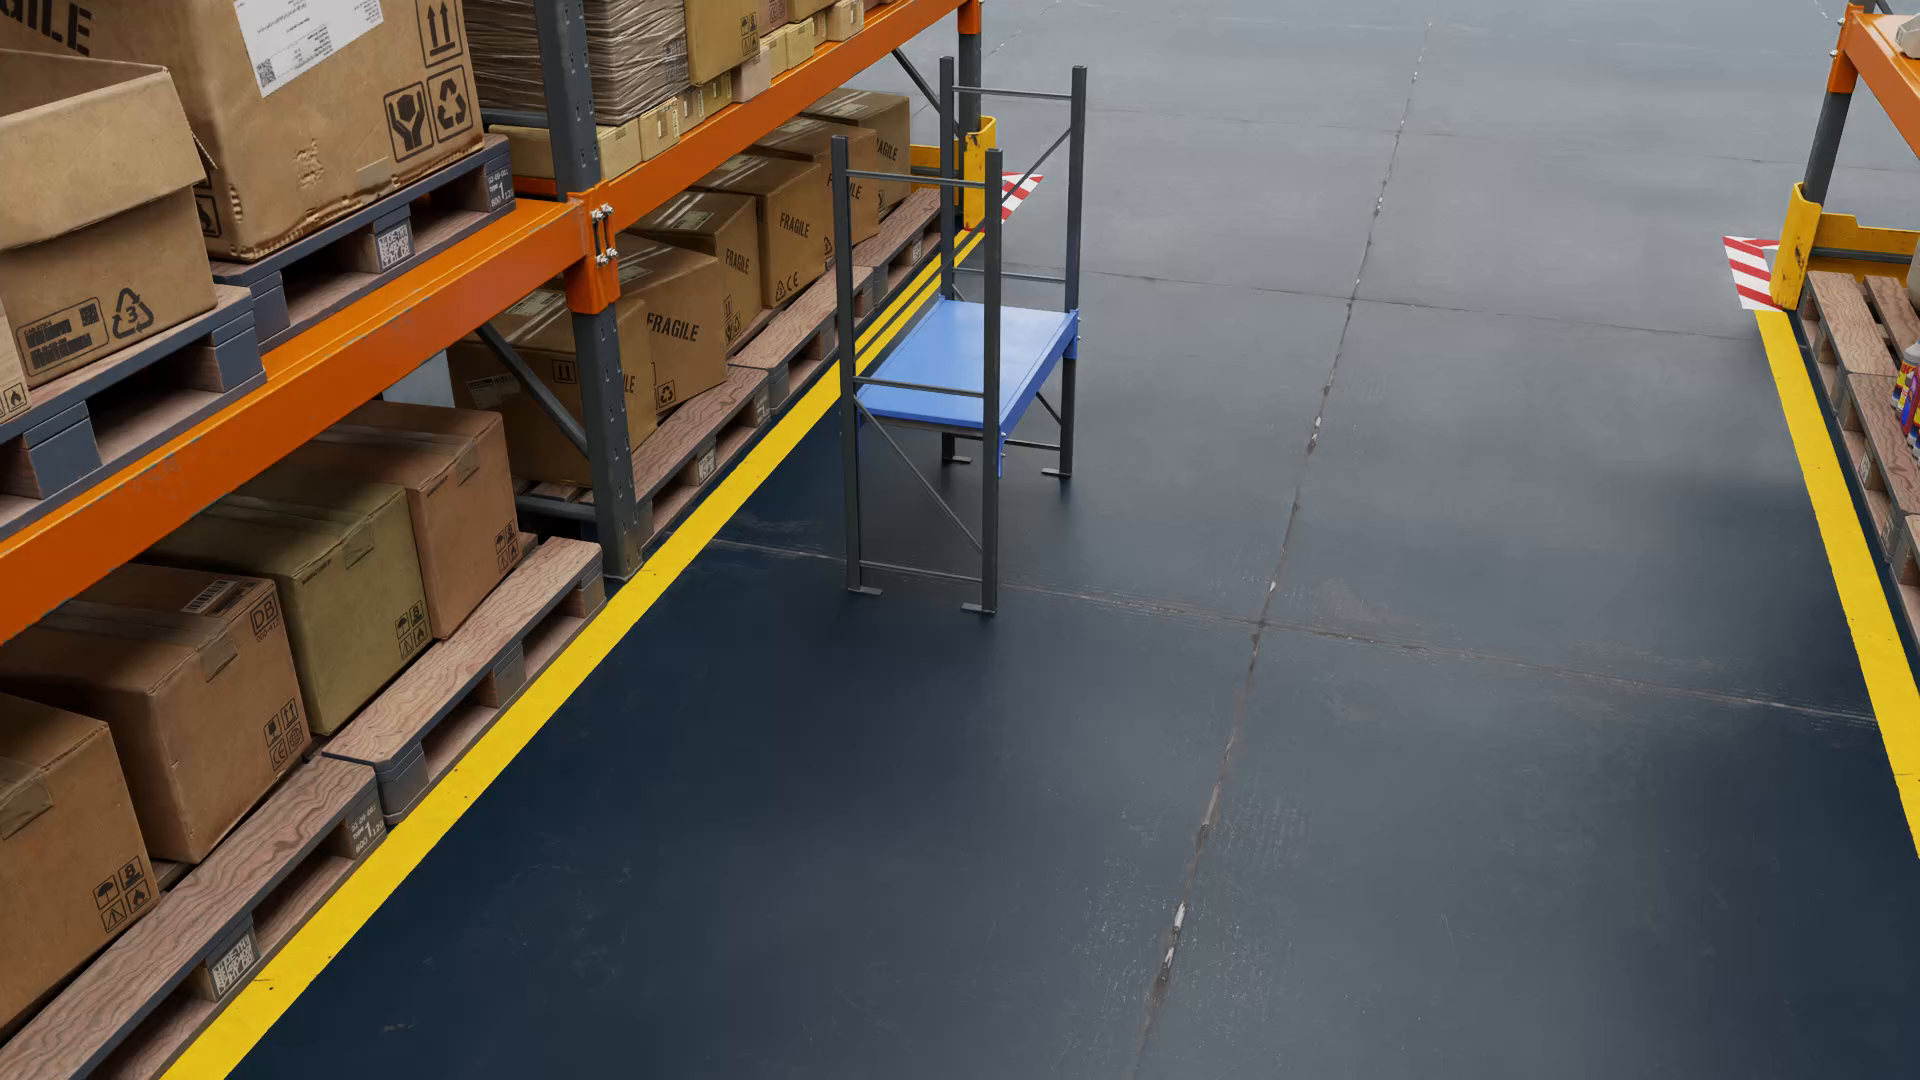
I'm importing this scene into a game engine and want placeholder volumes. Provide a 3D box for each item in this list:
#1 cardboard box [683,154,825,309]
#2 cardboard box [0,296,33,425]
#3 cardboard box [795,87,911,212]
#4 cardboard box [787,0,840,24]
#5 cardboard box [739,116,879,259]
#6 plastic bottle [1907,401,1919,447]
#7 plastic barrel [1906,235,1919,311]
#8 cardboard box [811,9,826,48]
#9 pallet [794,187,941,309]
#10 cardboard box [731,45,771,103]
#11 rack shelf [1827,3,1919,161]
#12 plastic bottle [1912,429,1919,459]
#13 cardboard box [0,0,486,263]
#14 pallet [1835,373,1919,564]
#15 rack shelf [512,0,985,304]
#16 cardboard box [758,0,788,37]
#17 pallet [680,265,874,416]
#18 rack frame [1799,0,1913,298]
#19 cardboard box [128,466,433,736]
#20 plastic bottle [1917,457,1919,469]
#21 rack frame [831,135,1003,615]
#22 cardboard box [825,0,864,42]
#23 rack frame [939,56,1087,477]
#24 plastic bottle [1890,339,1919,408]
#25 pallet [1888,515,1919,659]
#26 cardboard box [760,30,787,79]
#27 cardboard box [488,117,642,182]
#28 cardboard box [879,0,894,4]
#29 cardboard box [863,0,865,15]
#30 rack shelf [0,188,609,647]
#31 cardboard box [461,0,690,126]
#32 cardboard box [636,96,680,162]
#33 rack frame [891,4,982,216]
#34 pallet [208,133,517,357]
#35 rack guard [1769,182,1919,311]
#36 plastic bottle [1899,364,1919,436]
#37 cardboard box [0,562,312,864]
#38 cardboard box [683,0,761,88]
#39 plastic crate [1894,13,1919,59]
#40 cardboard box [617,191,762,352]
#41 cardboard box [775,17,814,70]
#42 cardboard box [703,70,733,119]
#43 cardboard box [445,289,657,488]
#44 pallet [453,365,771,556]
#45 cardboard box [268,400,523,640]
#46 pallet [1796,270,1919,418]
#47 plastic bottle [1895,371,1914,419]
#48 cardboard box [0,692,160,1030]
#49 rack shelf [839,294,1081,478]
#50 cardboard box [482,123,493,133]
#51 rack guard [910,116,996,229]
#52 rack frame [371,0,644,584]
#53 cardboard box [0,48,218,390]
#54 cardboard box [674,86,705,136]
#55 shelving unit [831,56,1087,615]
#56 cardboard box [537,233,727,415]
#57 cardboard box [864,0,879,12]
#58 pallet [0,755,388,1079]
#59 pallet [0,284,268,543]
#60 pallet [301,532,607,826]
[{"bbox_3d":[-0.929,-1.357,7.243,0.500,0.500,0.500,11,31,20],"label":"cardboard box"},{"bbox_3d":[-2.022,-0.270,2.873,0.500,0.250,0.500,8,30,13],"label":"cardboard box"},{"bbox_3d":[-0.585,-1.928,8.269,0.500,0.500,0.500,14,32,24],"label":"cardboard box"},{"bbox_3d":[-0.951,-2.340,6.462,0.875,0.500,0.500,8,30,15],"label":"cardboard box"},{"bbox_3d":[-0.727,-1.645,7.761,0.500,0.500,0.500,17,33,28],"label":"cardboard box"},{"bbox_3d":[3.419,-0.460,5.845,0.097,0.271,0.097,0,29,0],"label":"plastic bottle"},{"bbox_3d":[4.229,-1.197,6.943,0.421,0.512,0.421,0,29,0],"label":"plastic barrel"},{"bbox_3d":[-0.751,-2.034,6.580,0.380,0.149,0.250,8,30,15],"label":"cardboard box"},{"bbox_3d":[-0.680,-1.498,8.225,1.003,0.211,1.213,8,30,15],"label":"pallet"},{"bbox_3d":[-0.899,-1.675,5.934,0.380,0.149,0.250,8,30,15],"label":"cardboard box"},{"bbox_3d":[3.762,-1.174,5.514,1.077,0.370,4.000,8,30,15],"label":"rack shelf"},{"bbox_3d":[3.389,-0.414,5.762,0.097,0.271,0.097,0,29,0],"label":"plastic bottle"},{"bbox_3d":[-1.926,-1.362,4.063,1.000,1.000,1.000,9,30,15],"label":"cardboard box"},{"bbox_3d":[3.769,-0.215,5.919,1.003,0.211,1.213,8,30,15],"label":"pallet"},{"bbox_3d":[-0.972,-1.880,6.785,1.077,0.370,4.000,8,30,15],"label":"rack shelf"},{"bbox_3d":[-1.137,-2.113,6.055,0.875,0.500,0.500,8,30,15],"label":"cardboard box"},{"bbox_3d":[-1.040,-0.933,7.210,1.003,0.211,1.213,8,30,15],"label":"pallet"},{"bbox_3d":[4.350,-2.417,7.010,1.000,3.000,0.127,8,30,15],"label":"rack frame"},{"bbox_3d":[-1.918,0.136,4.539,0.700,0.500,0.500,8,30,15],"label":"cardboard box"},{"bbox_3d":[3.360,-0.337,5.696,0.097,0.201,0.097,0,29,0],"label":"plastic bottle"},{"bbox_3d":[-0.124,-0.459,5.032,0.500,1.500,0.032,8,30,15],"label":"rack frame"},{"bbox_3d":[-0.611,-2.140,6.771,0.380,0.149,0.250,8,30,15],"label":"cardboard box"},{"bbox_3d":[0.174,-0.931,5.881,0.500,1.500,0.032,8,30,15],"label":"rack frame"},{"bbox_3d":[3.519,-0.619,6.132,0.097,0.271,0.097,0,29,0],"label":"plastic bottle"},{"bbox_3d":[3.412,0.354,4.897,1.003,0.211,1.213,8,30,15],"label":"pallet"},{"bbox_3d":[-0.865,-1.797,6.153,0.380,0.149,0.250,8,30,15],"label":"cardboard box"},{"bbox_3d":[-1.209,-1.213,5.103,0.380,0.149,0.250,8,30,15],"label":"cardboard box"},{"bbox_3d":[-0.458,-2.499,7.415,0.380,0.149,0.250,8,30,15],"label":"cardboard box"},{"bbox_3d":[-0.623,-2.269,7.002,0.380,0.149,0.250,8,30,15],"label":"cardboard box"},{"bbox_3d":[-2.146,-0.022,3.443,1.077,0.370,4.000,8,30,15],"label":"rack shelf"},{"bbox_3d":[-1.368,-1.639,5.202,0.875,0.500,0.500,8,30,15],"label":"cardboard box"},{"bbox_3d":[-1.123,-1.327,5.308,0.380,0.149,0.250,8,30,15],"label":"cardboard box"},{"bbox_3d":[-0.385,-3.124,8.281,1.000,3.000,0.127,8,30,15],"label":"rack frame"},{"bbox_3d":[-1.923,-0.847,4.384,1.003,0.211,1.213,8,30,15],"label":"pallet"},{"bbox_3d":[4.372,-1.283,7.542,1.175,0.500,0.348,8,30,15],"label":"rack guard"},{"bbox_3d":[3.436,-0.522,5.944,0.061,0.283,0.133,9,30,16],"label":"plastic bottle"},{"bbox_3d":[-2.082,0.396,4.071,0.700,0.500,0.500,6,30,11],"label":"cardboard box"},{"bbox_3d":[-1.188,-1.867,5.611,0.875,0.500,0.500,8,30,15],"label":"cardboard box"},{"bbox_3d":[3.779,-1.932,6.409,0.298,0.136,0.250,8,30,15],"label":"plastic crate"},{"bbox_3d":[-1.136,-1.104,6.788,0.500,0.500,0.500,6,30,10],"label":"cardboard box"},{"bbox_3d":[-0.781,-1.912,6.359,0.380,0.149,0.250,8,30,15],"label":"cardboard box"},{"bbox_3d":[-1.012,-1.565,5.735,0.380,0.149,0.250,8,30,15],"label":"cardboard box"},{"bbox_3d":[-1.404,-0.537,5.768,0.500,0.500,0.500,8,30,13],"label":"cardboard box"},{"bbox_3d":[-1.396,-0.364,6.187,1.003,0.211,1.213,8,30,15],"label":"pallet"},{"bbox_3d":[-1.760,-0.083,4.932,0.700,0.500,0.500,6,30,11],"label":"cardboard box"},{"bbox_3d":[4.129,-0.780,6.935,1.003,0.211,1.213,8,30,15],"label":"pallet"},{"bbox_3d":[3.489,-0.541,6.062,0.097,0.201,0.097,0,29,0],"label":"plastic bottle"},{"bbox_3d":[-2.246,0.655,3.605,0.700,0.500,0.500,11,31,19],"label":"cardboard box"},{"bbox_3d":[0.025,-0.538,5.544,0.538,0.185,1.000,8,30,15],"label":"rack shelf"},{"bbox_3d":[-1.695,-1.412,5.462,0.380,0.149,0.250,8,30,15],"label":"cardboard box"},{"bbox_3d":[-0.408,-1.997,8.825,1.175,0.500,0.348,8,30,15],"label":"rack guard"},{"bbox_3d":[-1.559,-1.265,4.939,1.000,3.000,0.127,8,30,15],"label":"rack frame"},{"bbox_3d":[-1.980,-0.675,3.340,0.797,0.503,0.637,12,31,20],"label":"cardboard box"},{"bbox_3d":[-1.076,-1.447,5.524,0.380,0.149,0.250,8,30,15],"label":"cardboard box"},{"bbox_3d":[0.025,-0.695,5.457,0.538,1.500,1.048,8,30,15],"label":"shelving unit"},{"bbox_3d":[-1.243,-0.804,6.249,0.500,0.500,0.500,19,34,30],"label":"cardboard box"},{"bbox_3d":[-0.571,-2.389,7.217,0.380,0.149,0.250,8,30,15],"label":"cardboard box"},{"bbox_3d":[-2.143,0.884,3.944,1.003,0.211,1.213,8,30,15],"label":"pallet"},{"bbox_3d":[-2.192,-0.248,3.308,1.003,0.211,1.213,8,30,15],"label":"pallet"},{"bbox_3d":[-1.786,0.315,4.966,1.003,0.211,1.213,8,30,15],"label":"pallet"}]
